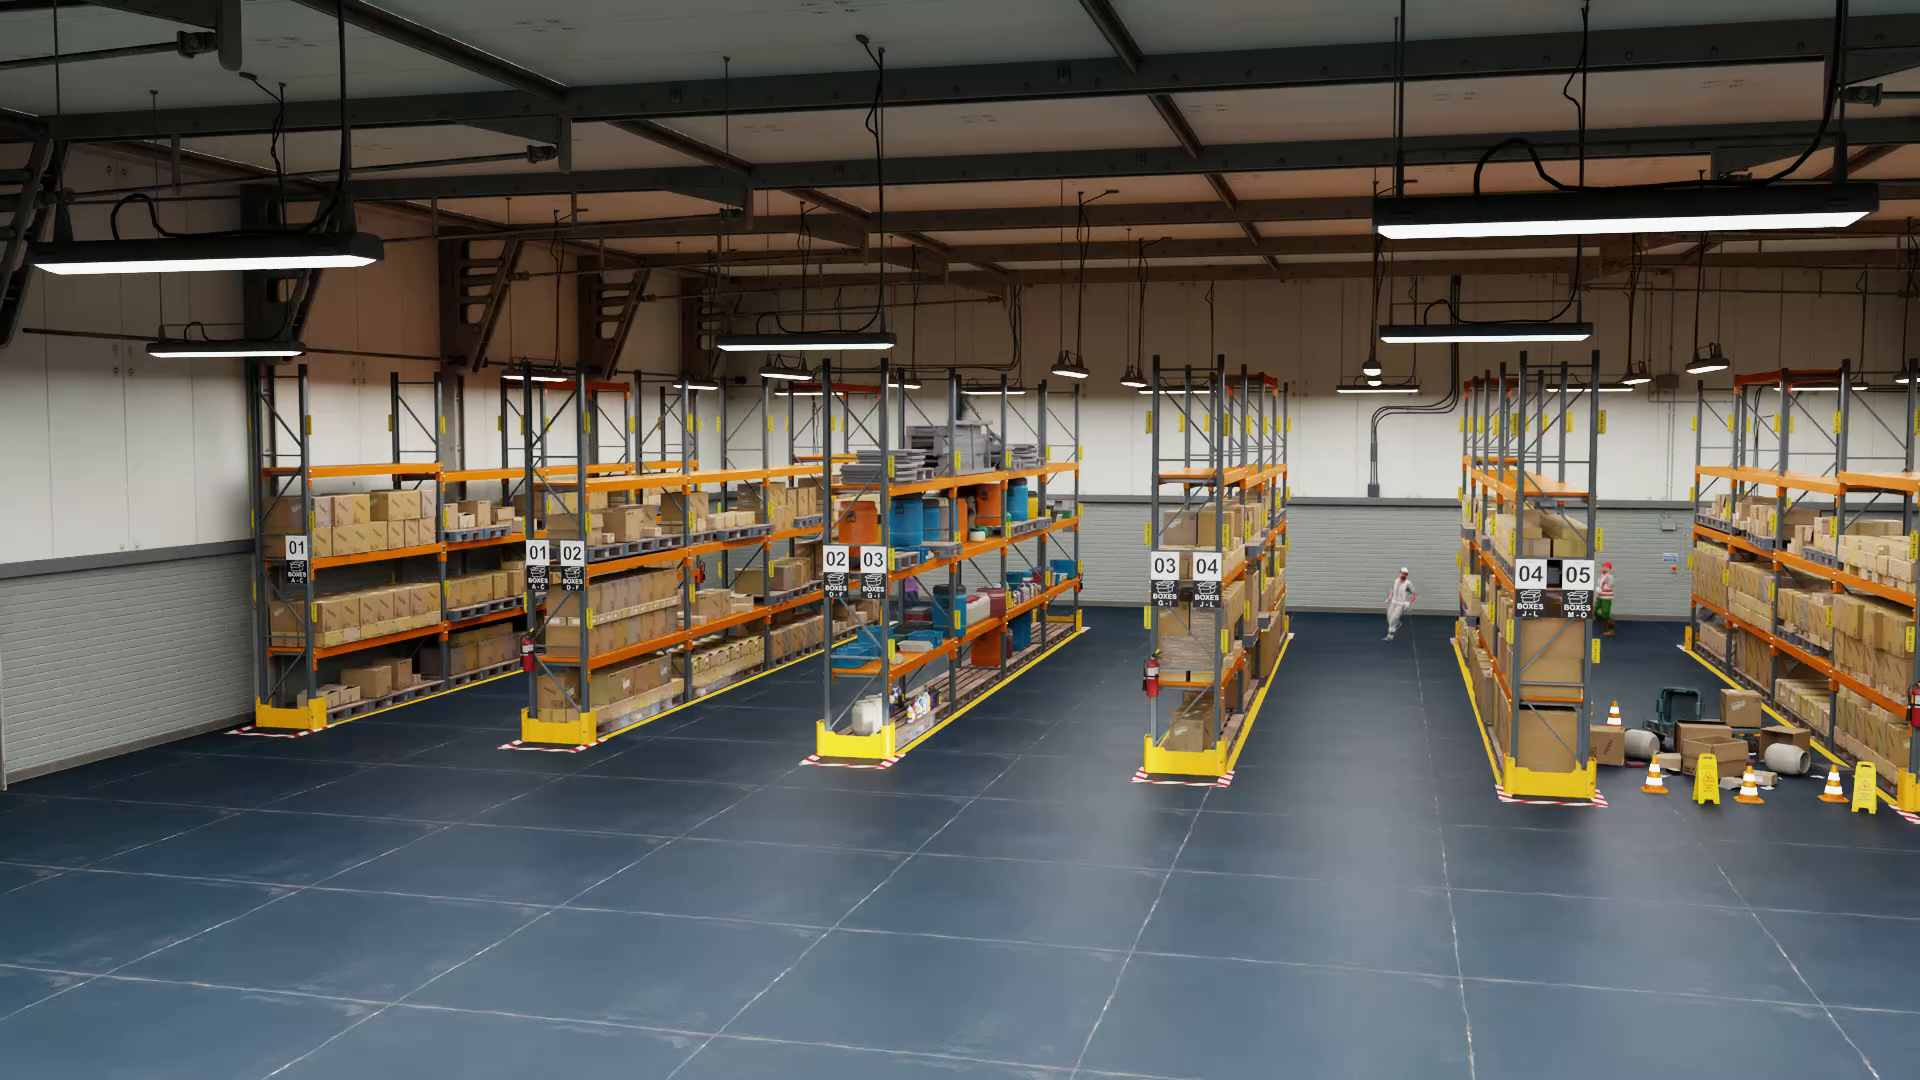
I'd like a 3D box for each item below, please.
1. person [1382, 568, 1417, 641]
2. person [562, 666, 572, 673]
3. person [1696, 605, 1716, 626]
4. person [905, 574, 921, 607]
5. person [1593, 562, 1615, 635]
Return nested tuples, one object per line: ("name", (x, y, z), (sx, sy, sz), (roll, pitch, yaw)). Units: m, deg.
("person", (10.188, 1.494, 38.431), (0.703, 1.716, 0.705), (-3, 5, -40))
("person", (-7.657, 2.053, 32.136), (0.601, 1.472, 0.849), (-1, 4, -10))
("person", (17.170, 1.506, 38.193), (0.765, 1.701, 0.580), (-3, 5, -40))
("person", (-1.246, 1.312, 42.119), (0.578, 1.596, 0.539), (-3, 5, -39))
("person", (15.270, 1.383, 39.510), (0.649, 1.747, 0.642), (-1, 4, -10))
